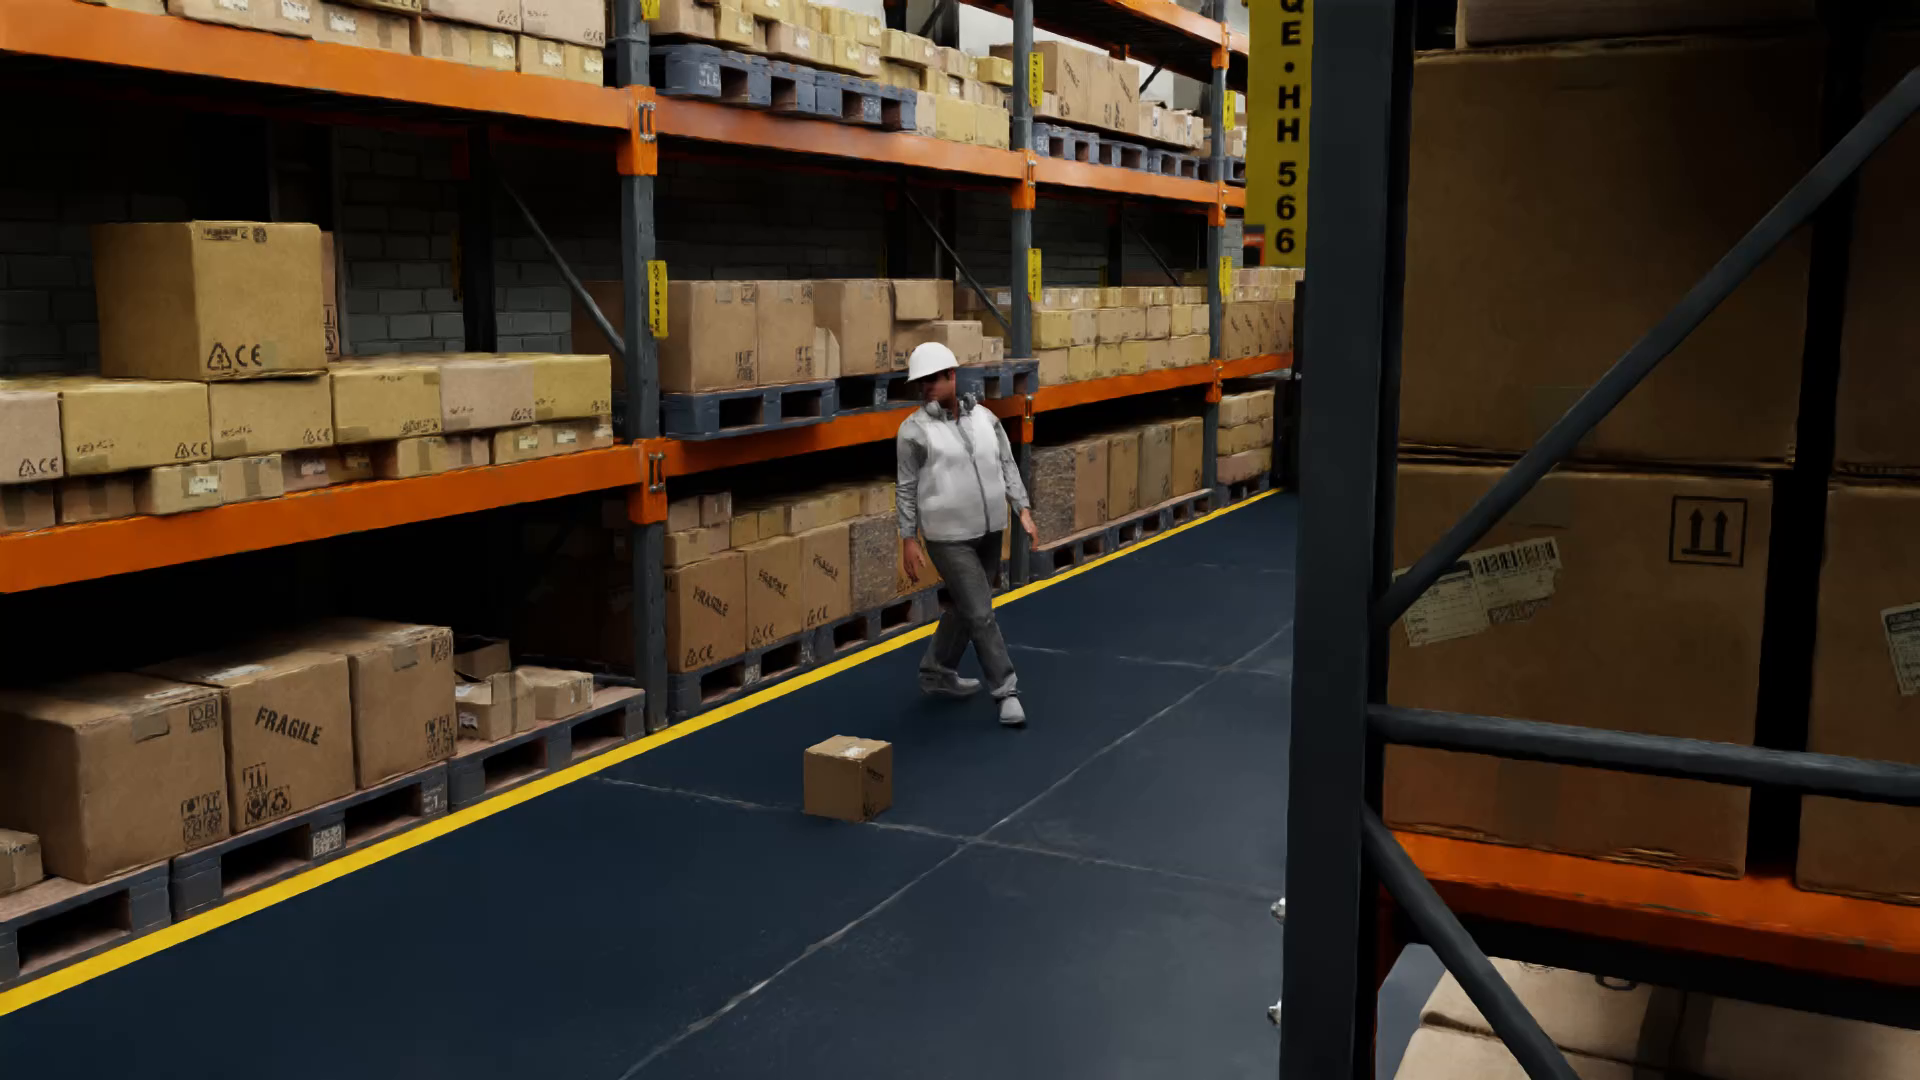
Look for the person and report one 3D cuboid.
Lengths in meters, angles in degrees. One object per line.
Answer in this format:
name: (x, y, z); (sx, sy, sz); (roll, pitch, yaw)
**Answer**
person: (0.018, -0.038, 7.638); (0.573, 1.732, 0.681); (-8, 12, -42)
